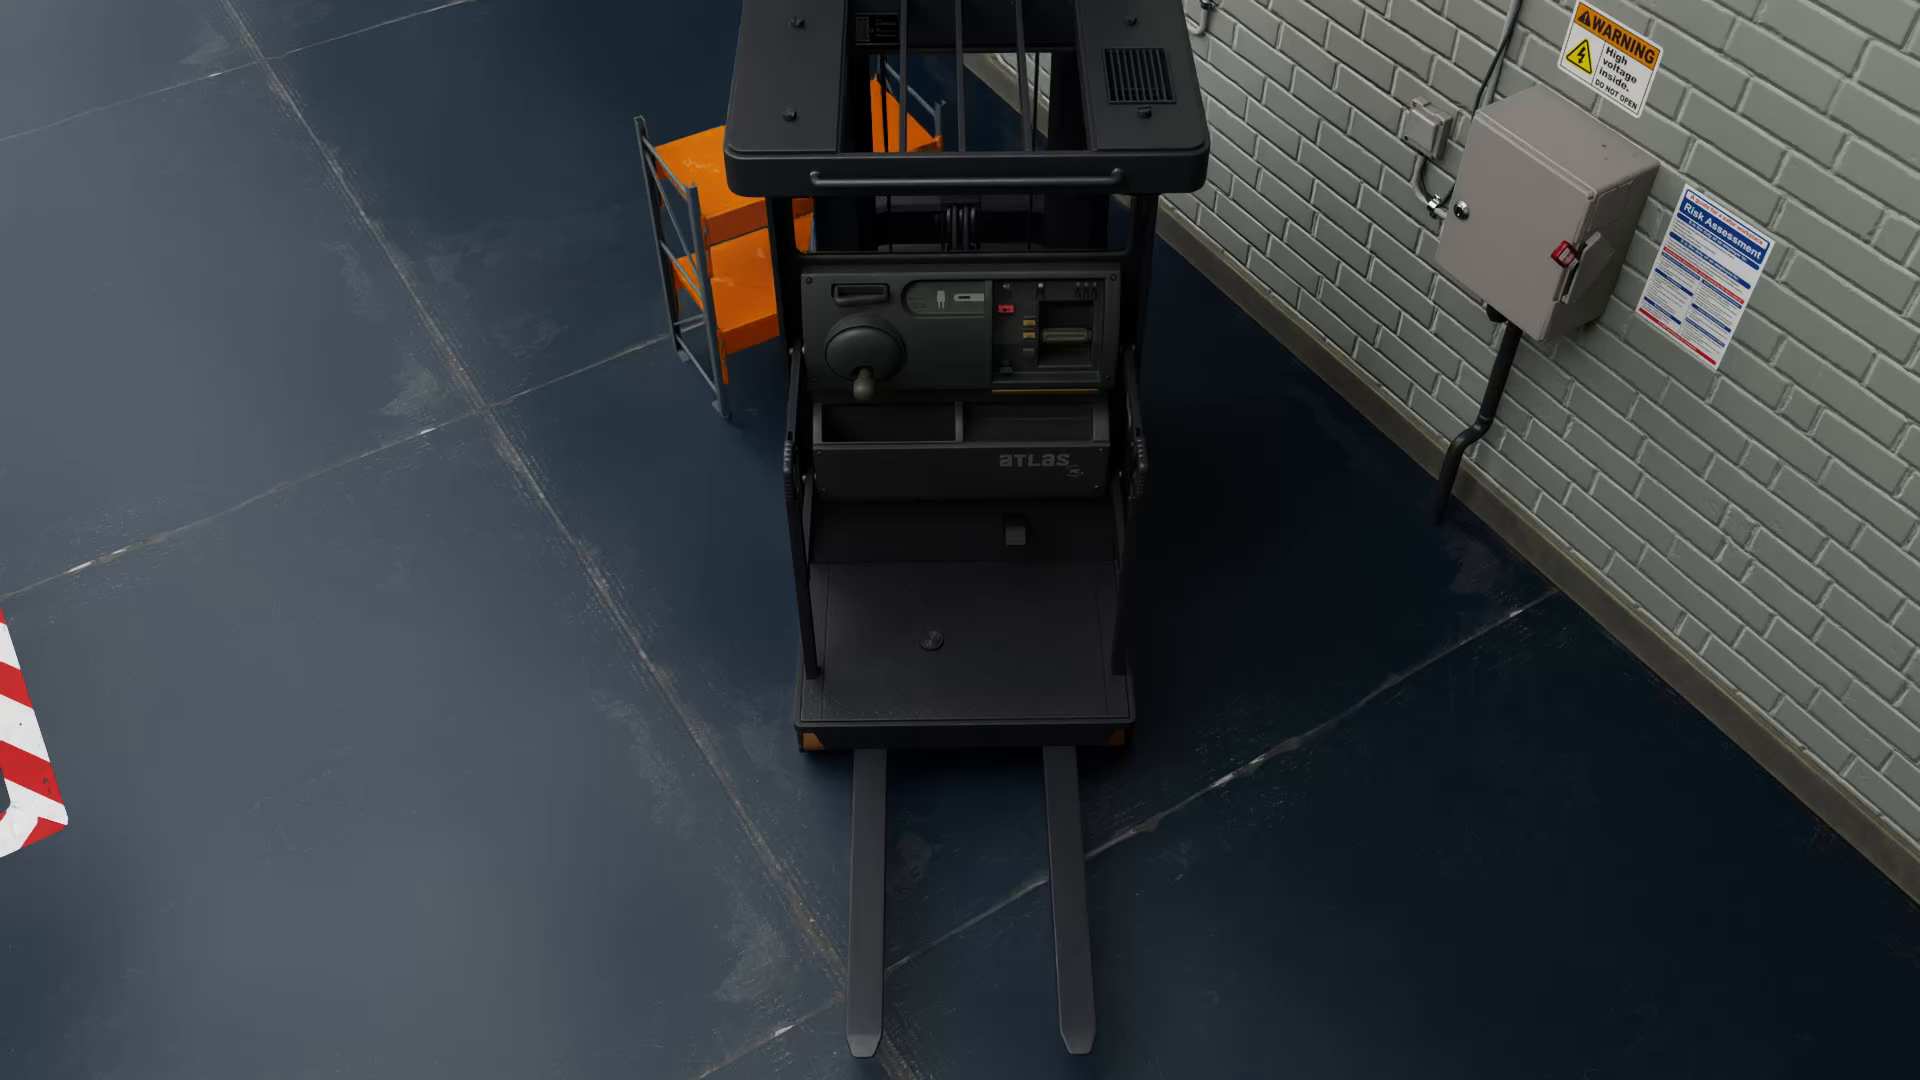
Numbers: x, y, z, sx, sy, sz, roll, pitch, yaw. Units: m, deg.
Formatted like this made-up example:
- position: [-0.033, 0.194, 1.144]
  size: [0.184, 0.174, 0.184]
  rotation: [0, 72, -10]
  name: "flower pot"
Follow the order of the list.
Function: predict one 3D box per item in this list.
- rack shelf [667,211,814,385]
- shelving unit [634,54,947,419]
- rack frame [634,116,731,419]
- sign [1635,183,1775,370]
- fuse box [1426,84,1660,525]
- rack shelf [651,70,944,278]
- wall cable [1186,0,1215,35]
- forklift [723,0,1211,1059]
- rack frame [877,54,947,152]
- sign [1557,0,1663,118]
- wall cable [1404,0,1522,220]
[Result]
- position: [-0.625, -1.056, 6.764]
  size: [1.000, 0.278, 0.538]
  rotation: [-24, 52, -20]
  name: "rack shelf"
- position: [-0.625, -1.218, 6.581]
  size: [1.048, 1.125, 0.538]
  rotation: [-24, 52, -20]
  name: "shelving unit"
- position: [-1.063, -1.026, 6.410]
  size: [0.032, 1.125, 0.500]
  rotation: [-24, 52, -20]
  name: "rack frame"
- position: [2.232, -0.788, 5.007]
  size: [0.001, 0.494, 0.329]
  rotation: [-25, 53, -21]
  name: "sign"
- position: [1.793, -0.620, 5.657]
  size: [0.414, 1.711, 0.539]
  rotation: [-25, 53, -21]
  name: "fuse box"
- position: [-0.625, -1.413, 6.363]
  size: [1.000, 0.278, 0.538]
  rotation: [-24, 52, -20]
  name: "rack shelf"
- position: [0.796, -2.782, 6.018]
  size: [0.123, 1.953, 0.585]
  rotation: [-25, 53, -21]
  name: "wall cable"
- position: [0.010, -0.510, 4.741]
  size: [1.130, 2.935, 3.031]
  rotation: [-1, 48, -1]
  name: "forklift"
- position: [-0.187, -1.410, 6.752]
  size: [0.032, 1.125, 0.500]
  rotation: [-24, 52, -20]
  name: "rack frame"
- position: [1.939, -1.441, 4.972]
  size: [0.001, 0.242, 0.339]
  rotation: [-25, 53, -21]
  name: "sign"
- position: [1.562, -1.881, 5.236]
  size: [0.122, 1.984, 0.588]
  rotation: [-25, 53, -21]
  name: "wall cable"
